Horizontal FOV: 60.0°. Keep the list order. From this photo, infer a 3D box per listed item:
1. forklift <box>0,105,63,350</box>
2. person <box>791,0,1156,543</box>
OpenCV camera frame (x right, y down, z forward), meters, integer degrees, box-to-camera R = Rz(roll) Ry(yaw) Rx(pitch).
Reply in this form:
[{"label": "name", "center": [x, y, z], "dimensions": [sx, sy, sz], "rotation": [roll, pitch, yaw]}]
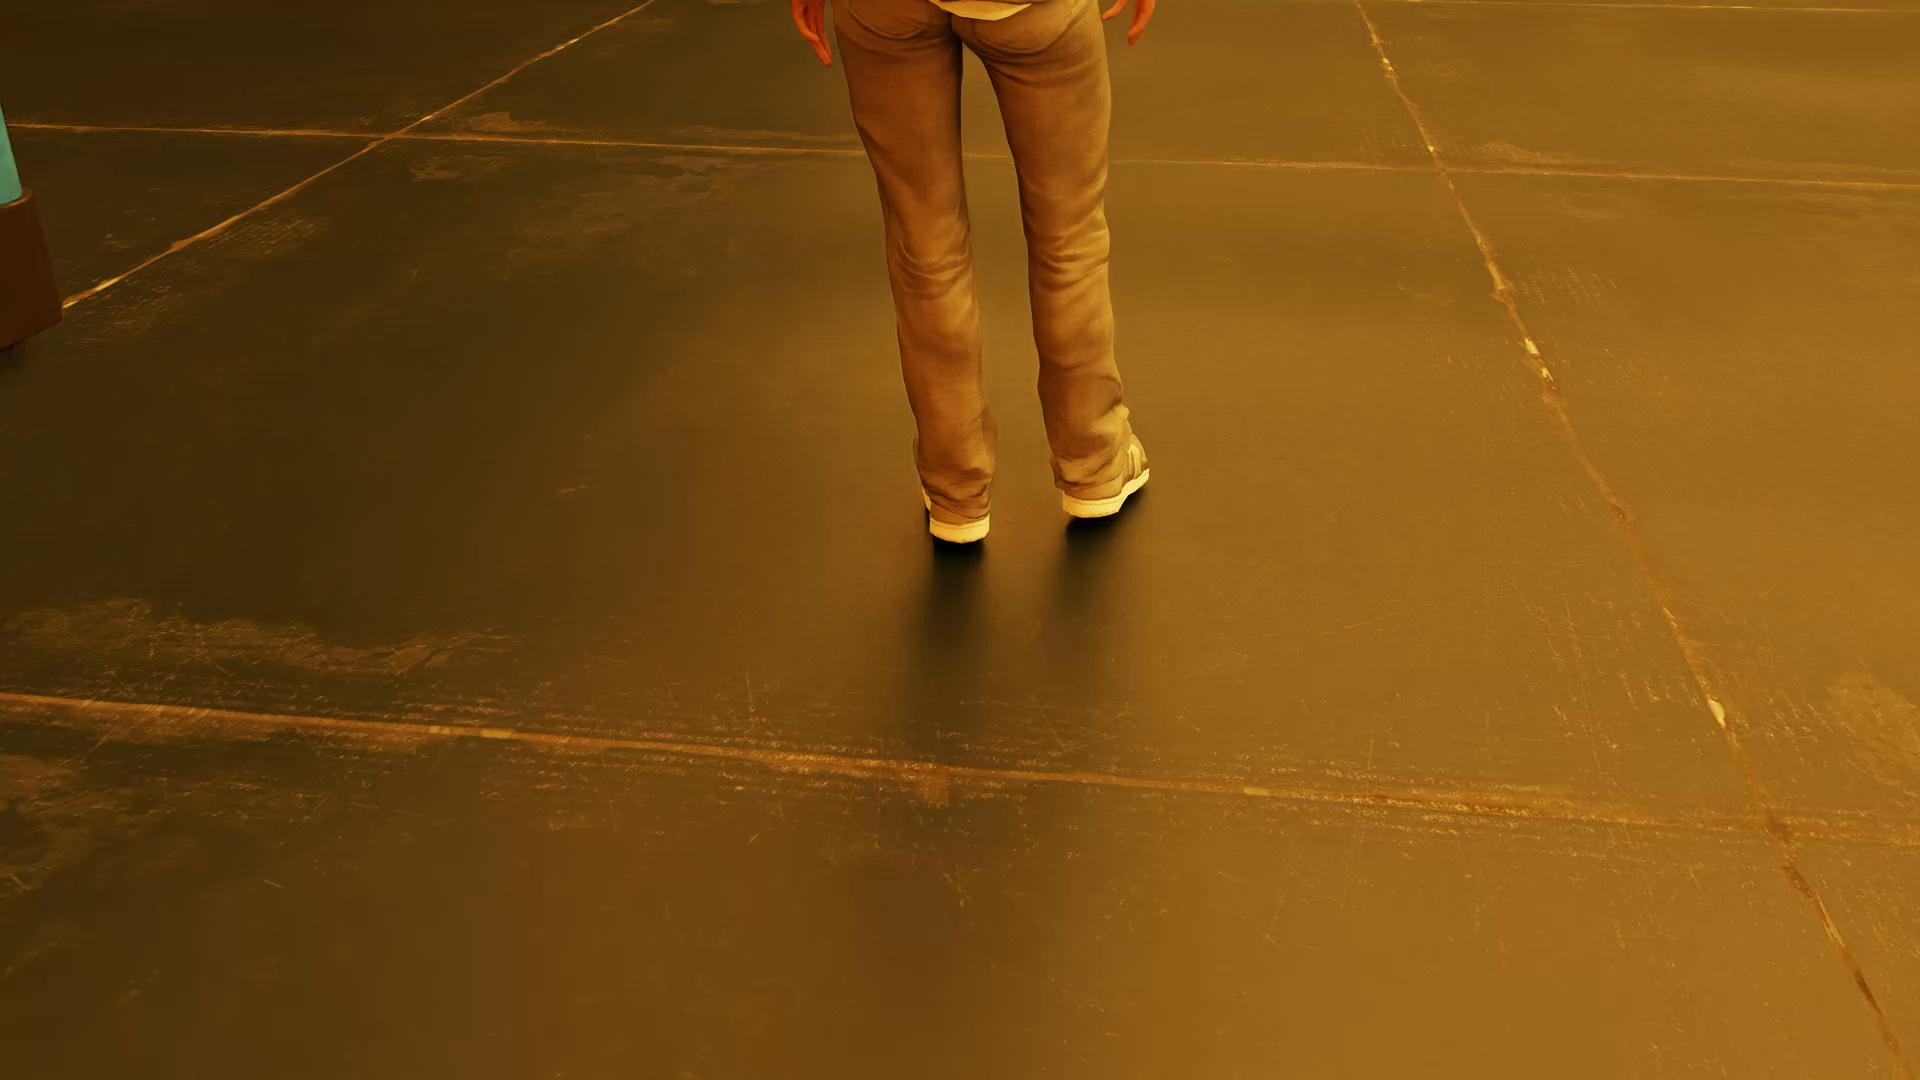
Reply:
[{"label": "forklift", "center": [-3.289, -1.612, 2.448], "dimensions": [3.031, 2.935, 1.130], "rotation": [6, 27, 11]}, {"label": "person", "center": [0.024, -0.746, 2.207], "dimensions": [0.521, 1.582, 0.475], "rotation": [3, 27, 7]}]
